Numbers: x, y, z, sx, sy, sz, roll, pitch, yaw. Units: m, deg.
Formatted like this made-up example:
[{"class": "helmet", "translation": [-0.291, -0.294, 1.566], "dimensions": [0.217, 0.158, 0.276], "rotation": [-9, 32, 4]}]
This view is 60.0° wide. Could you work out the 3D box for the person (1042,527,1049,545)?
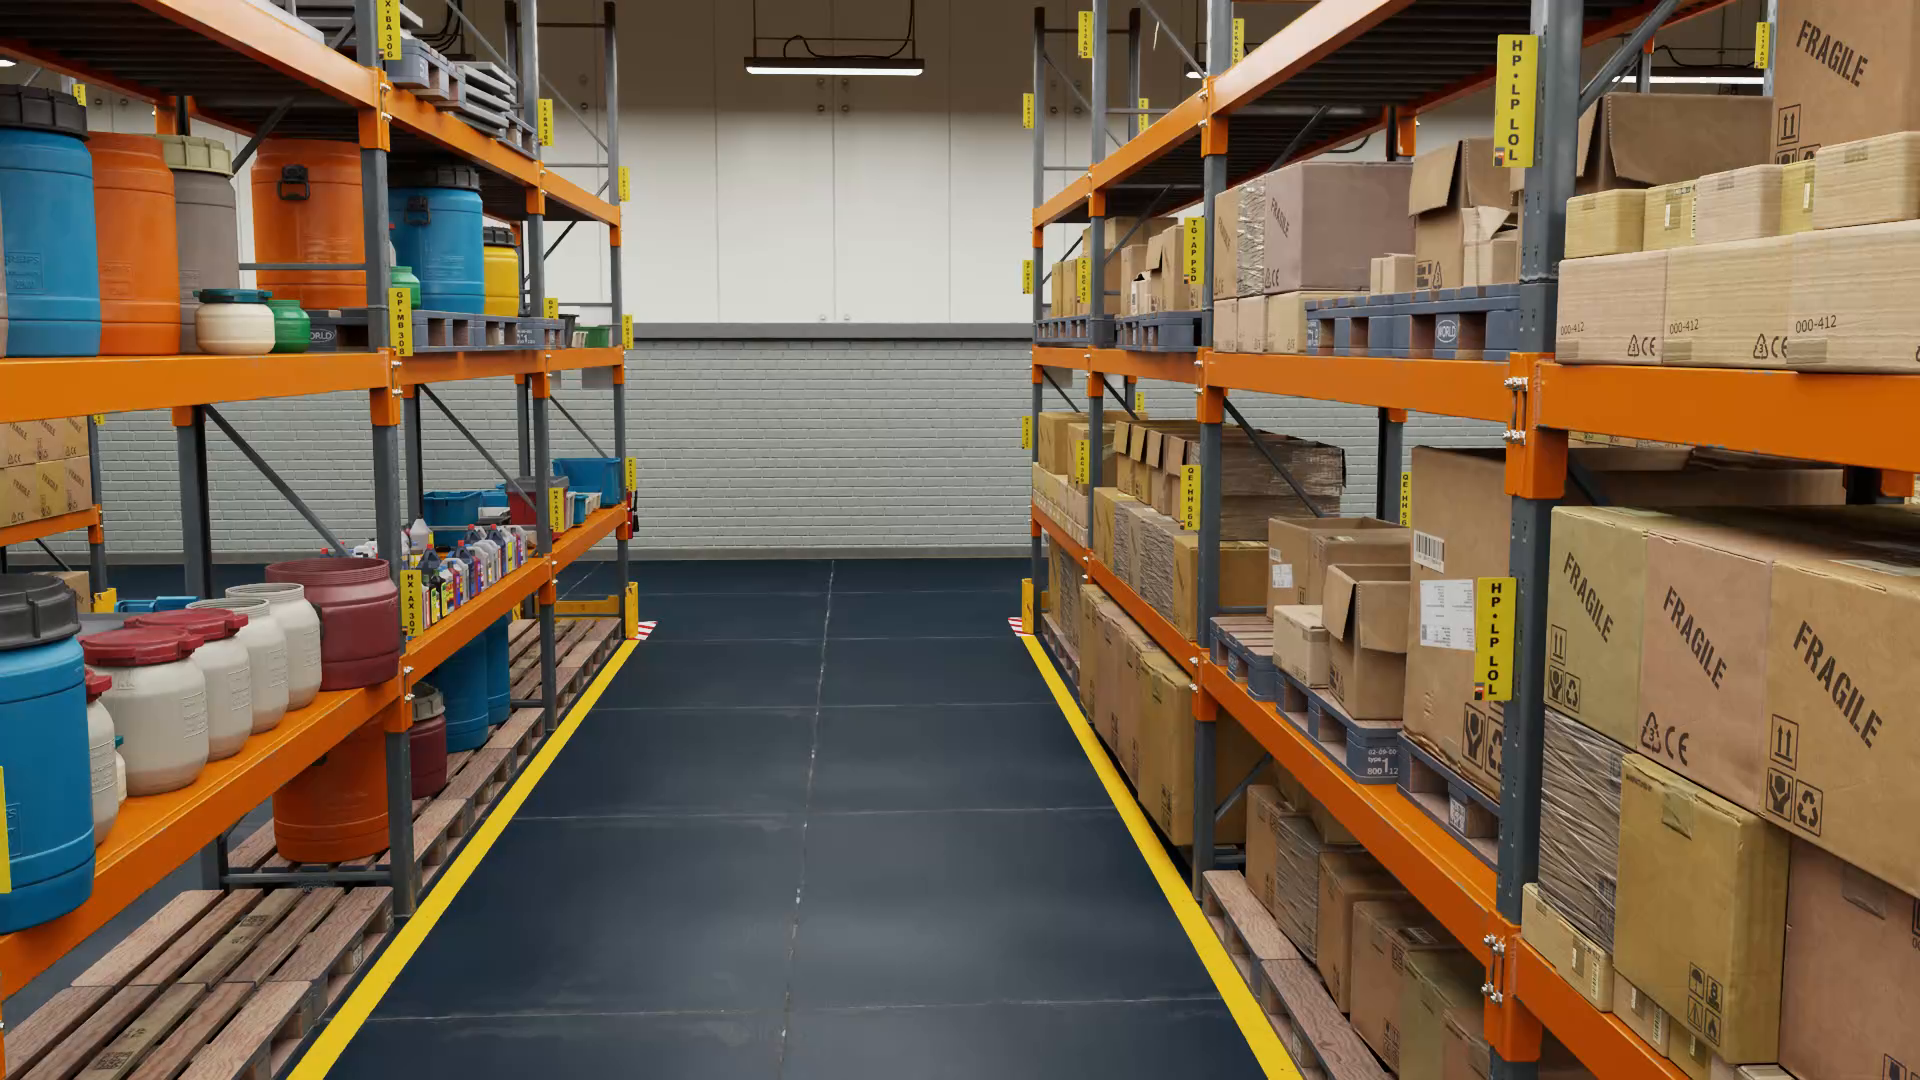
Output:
[{"class": "person", "translation": [1.066, -0.102, 17.486], "dimensions": [0.475, 1.770, 0.575], "rotation": [-1, 7, -6]}]
